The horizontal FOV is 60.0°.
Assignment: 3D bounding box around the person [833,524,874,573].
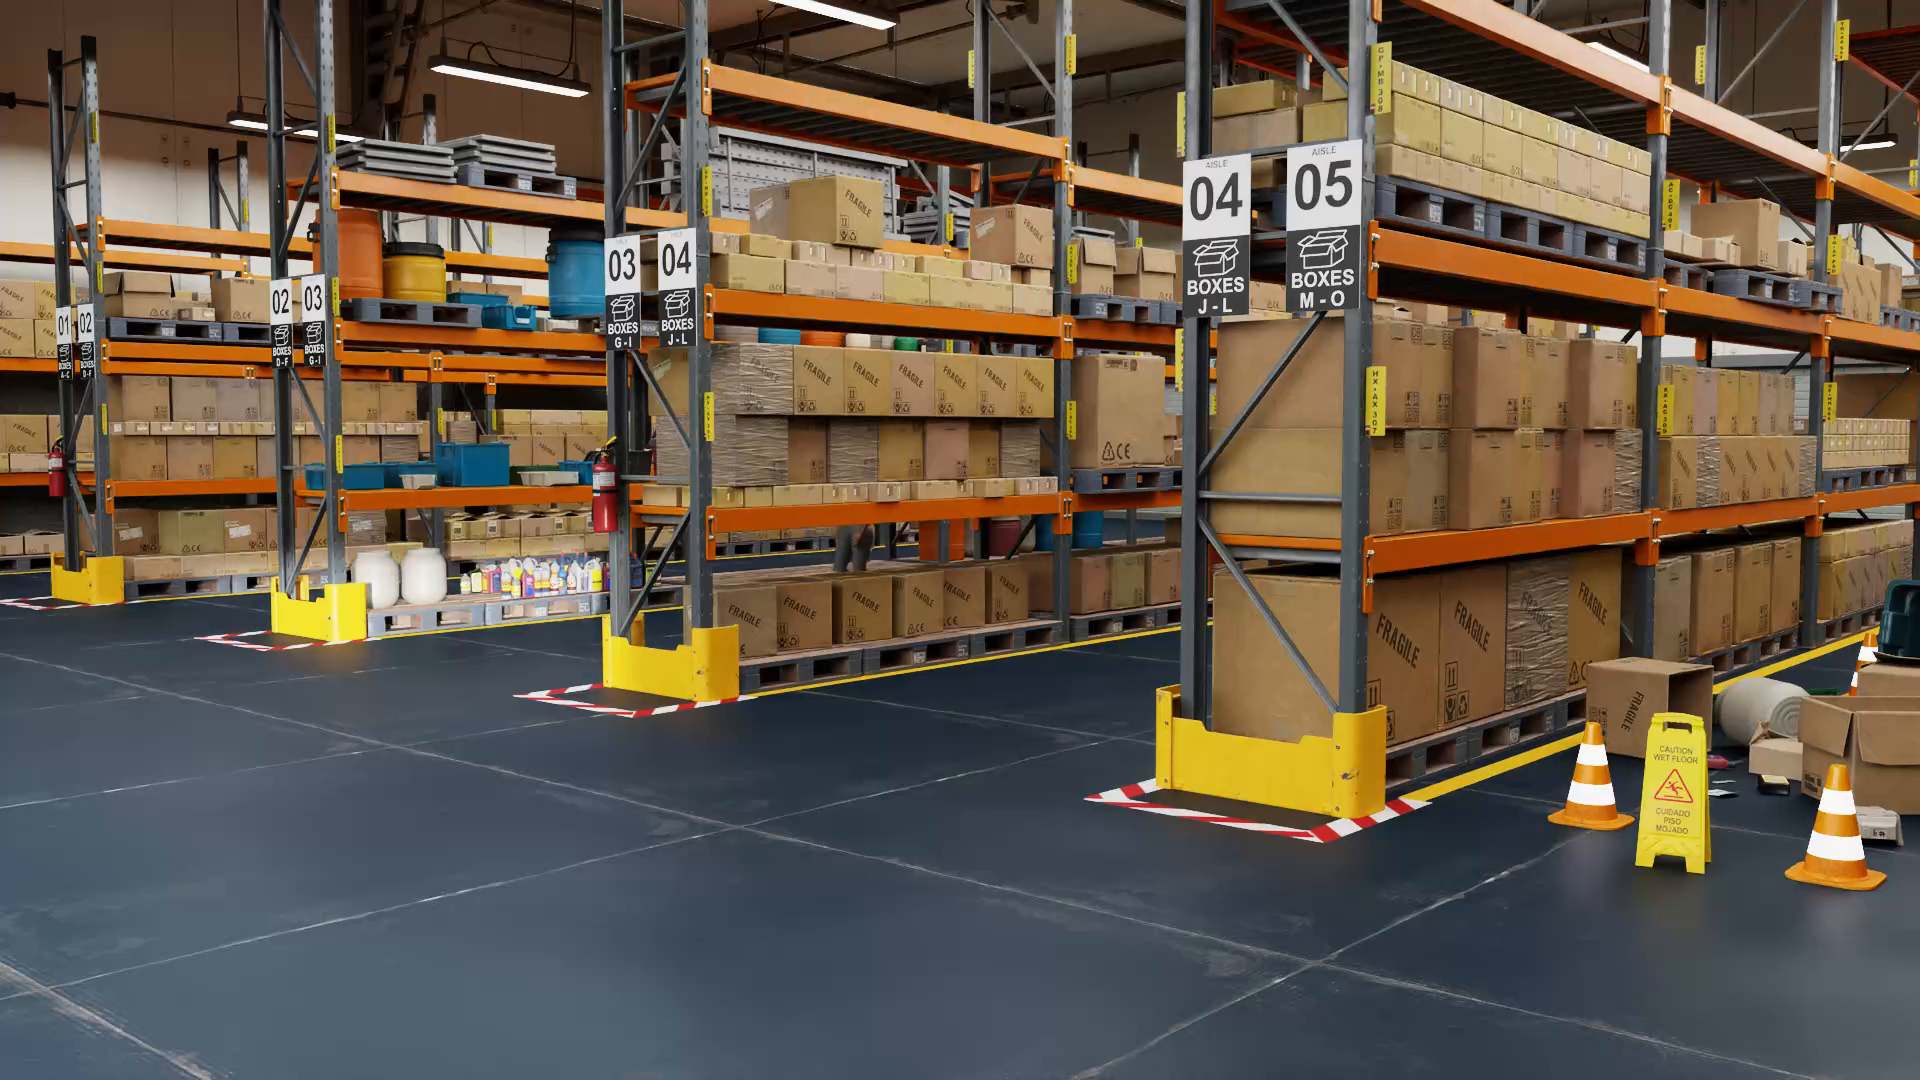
[{"bbox_3d":[-1.054,-0.045,16.719,0.457,1.610,0.375,3,5,42],"label":"person"}]
